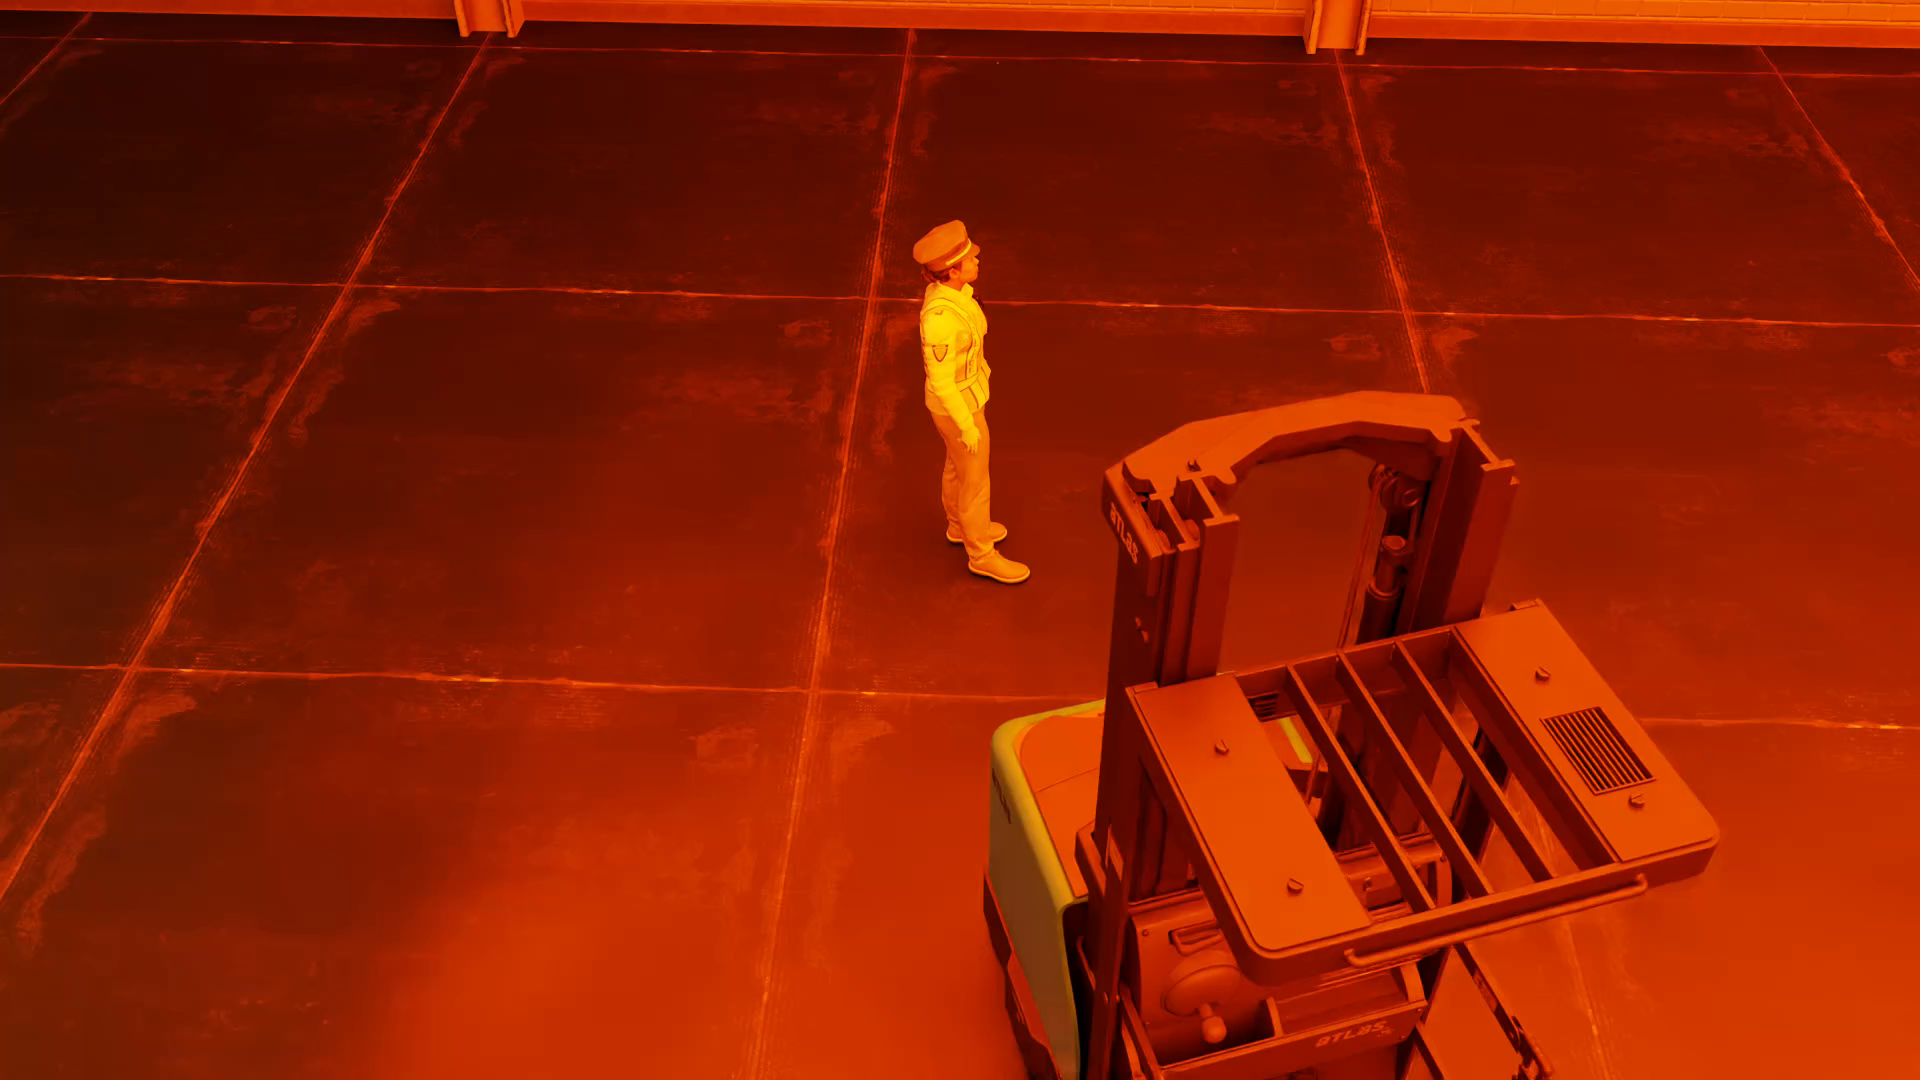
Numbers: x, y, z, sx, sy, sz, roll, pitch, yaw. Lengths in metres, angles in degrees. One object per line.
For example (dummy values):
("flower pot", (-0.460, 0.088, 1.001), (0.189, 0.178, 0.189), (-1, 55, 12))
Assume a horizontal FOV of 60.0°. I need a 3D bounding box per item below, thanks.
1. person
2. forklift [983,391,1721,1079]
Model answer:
("person", (0.068, -0.624, 7.333), (0.530, 1.694, 0.587), (2, 42, 2))
("forklift", (0.986, 1.197, 4.430), (1.130, 2.935, 3.031), (-11, 44, -12))
